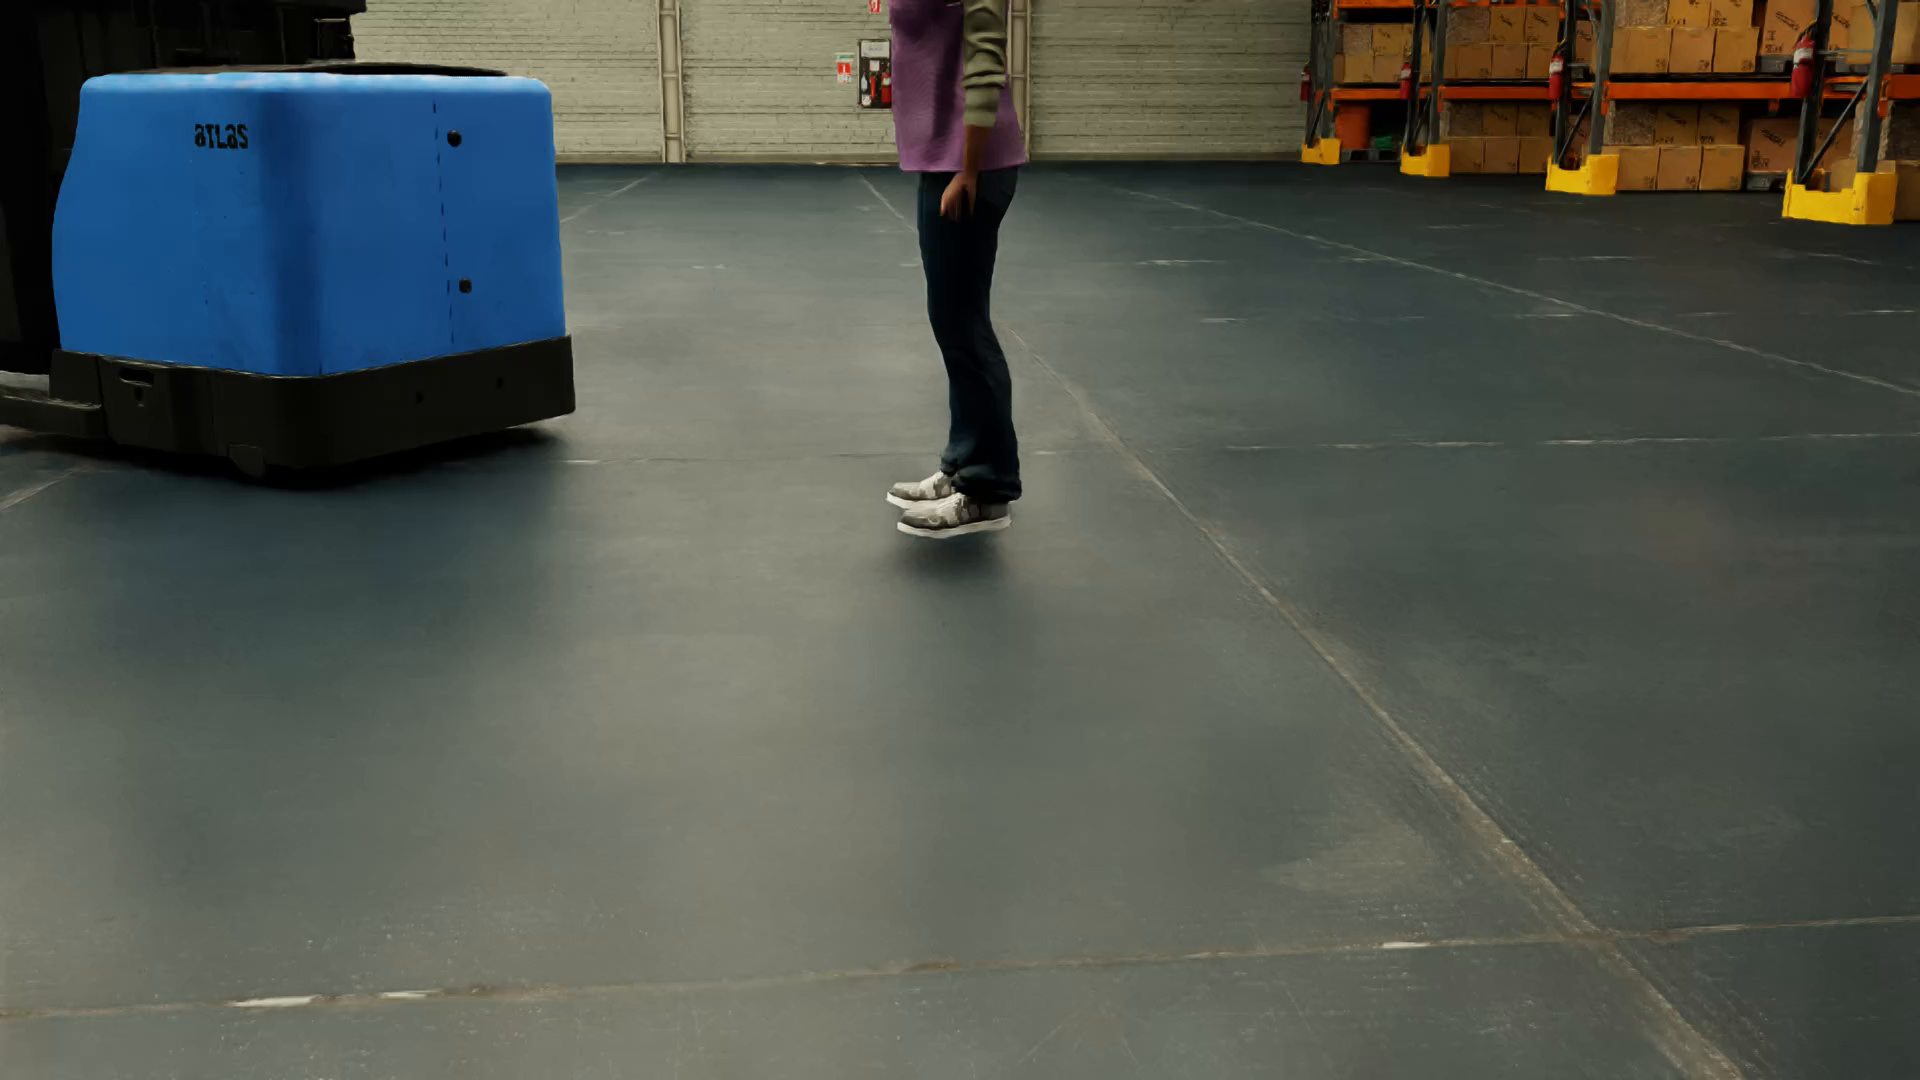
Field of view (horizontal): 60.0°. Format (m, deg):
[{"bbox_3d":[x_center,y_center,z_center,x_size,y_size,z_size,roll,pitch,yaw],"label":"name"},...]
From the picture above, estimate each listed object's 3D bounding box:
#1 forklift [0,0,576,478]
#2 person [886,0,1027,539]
[{"bbox_3d":[-2.729,-1.839,5.166,3.031,2.935,1.130,9,17,30],"label":"forklift"},{"bbox_3d":[-0.009,-0.812,3.721,0.311,1.603,0.405,-1,15,-5],"label":"person"}]
